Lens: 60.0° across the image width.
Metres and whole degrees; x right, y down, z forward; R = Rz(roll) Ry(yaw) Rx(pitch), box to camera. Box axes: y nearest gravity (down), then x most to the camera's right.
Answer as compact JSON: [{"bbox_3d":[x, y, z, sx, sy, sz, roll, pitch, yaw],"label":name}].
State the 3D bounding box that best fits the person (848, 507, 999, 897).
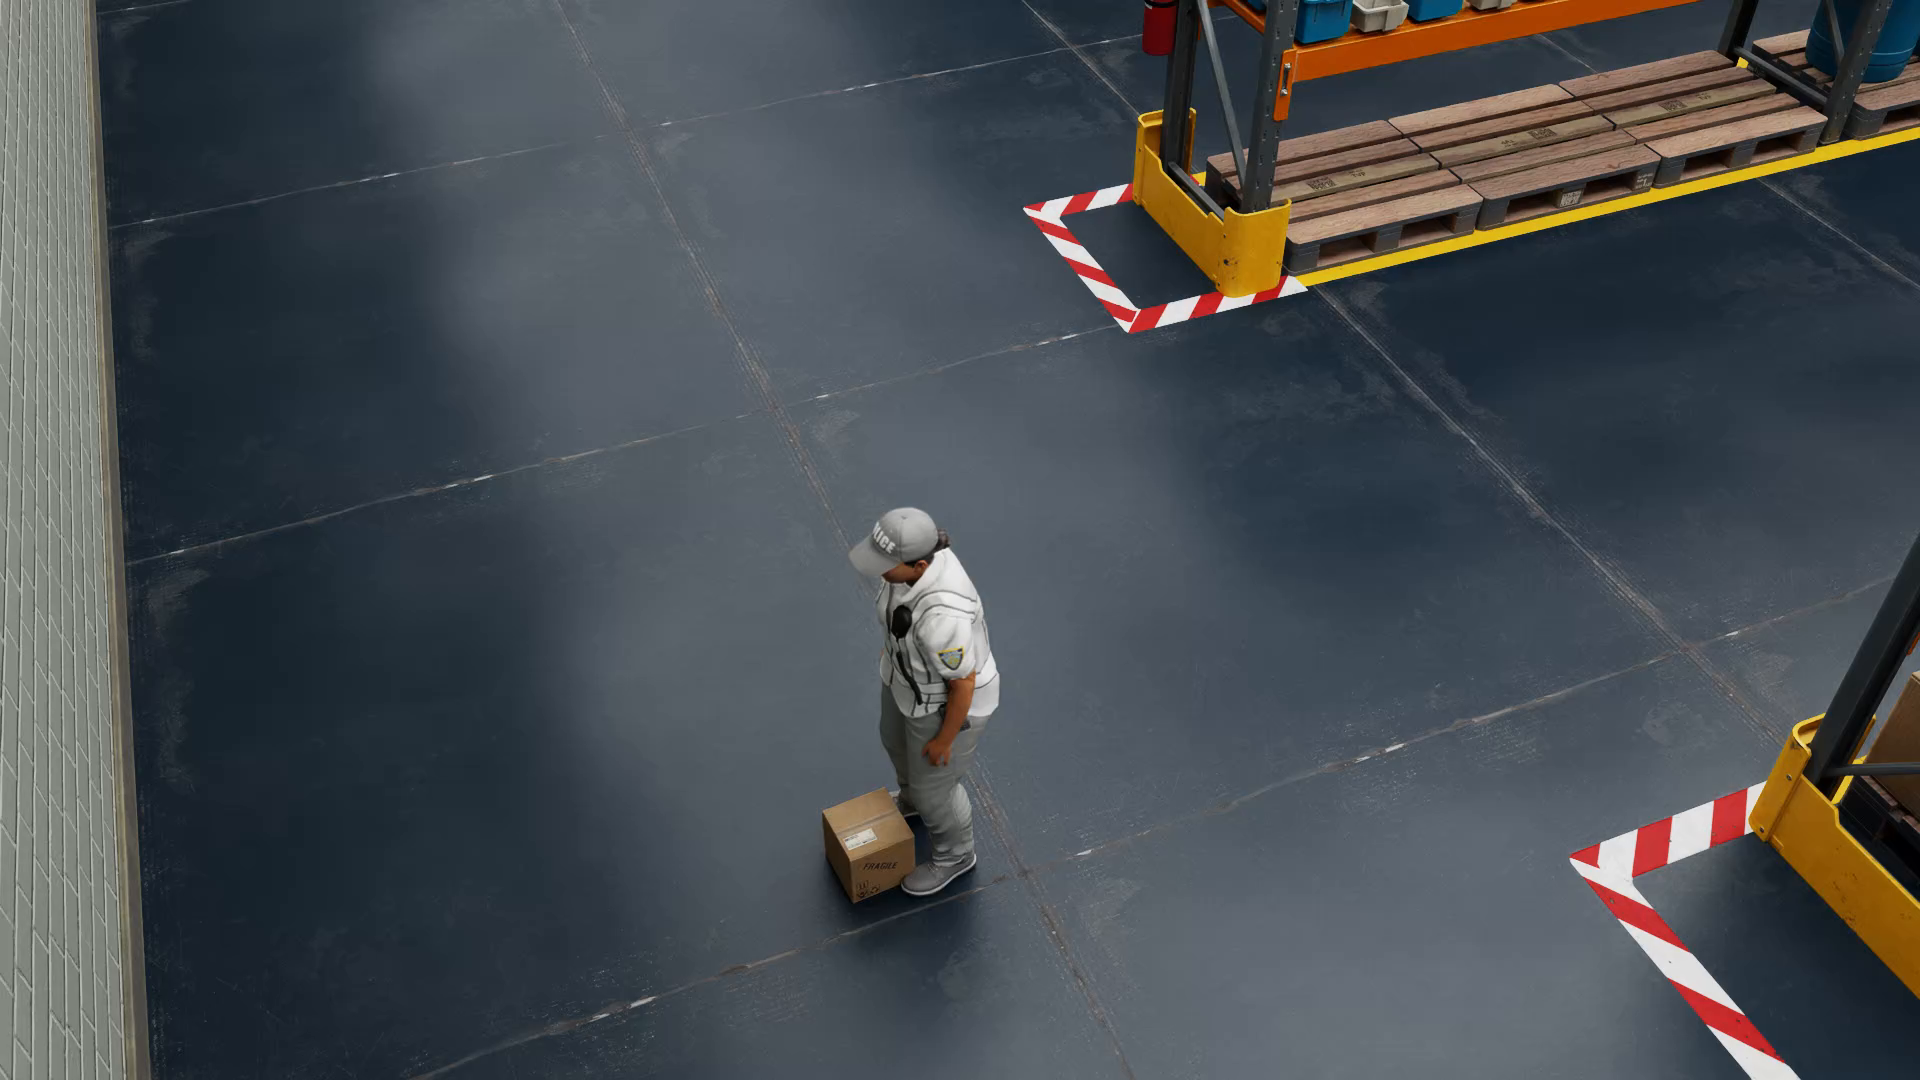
[{"bbox_3d":[-0.127,0.512,5.586,0.465,1.666,0.538,-15,44,-16],"label":"person"}]
